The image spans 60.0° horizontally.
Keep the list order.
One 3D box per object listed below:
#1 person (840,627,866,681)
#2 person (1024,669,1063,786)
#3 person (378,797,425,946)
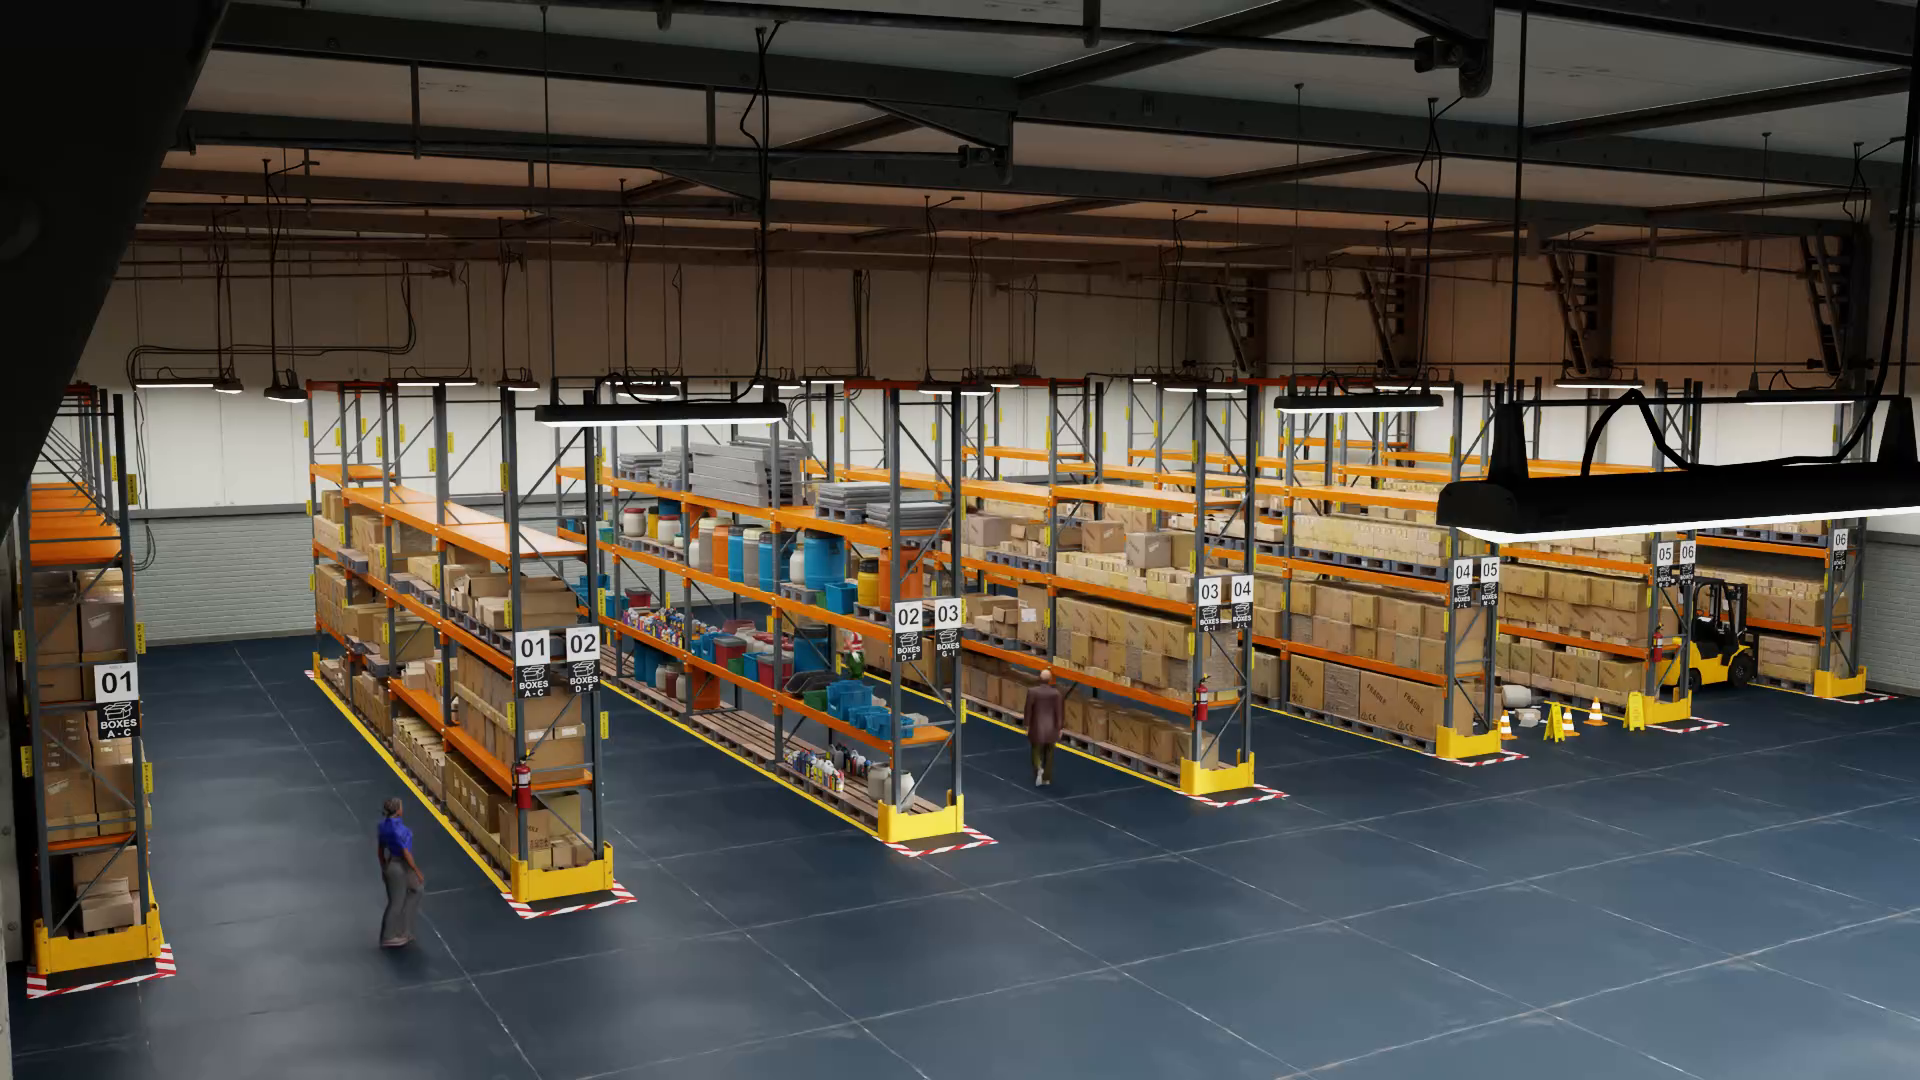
[{"bbox_3d":[-1.926,2.067,30.370,0.522,1.769,0.615,3,7,26],"label":"person"},{"bbox_3d":[1.248,2.847,24.824,0.591,1.676,0.779,0,6,4],"label":"person"},{"bbox_3d":[-6.066,3.598,18.031,0.495,1.681,0.446,-2,6,-19],"label":"person"}]
